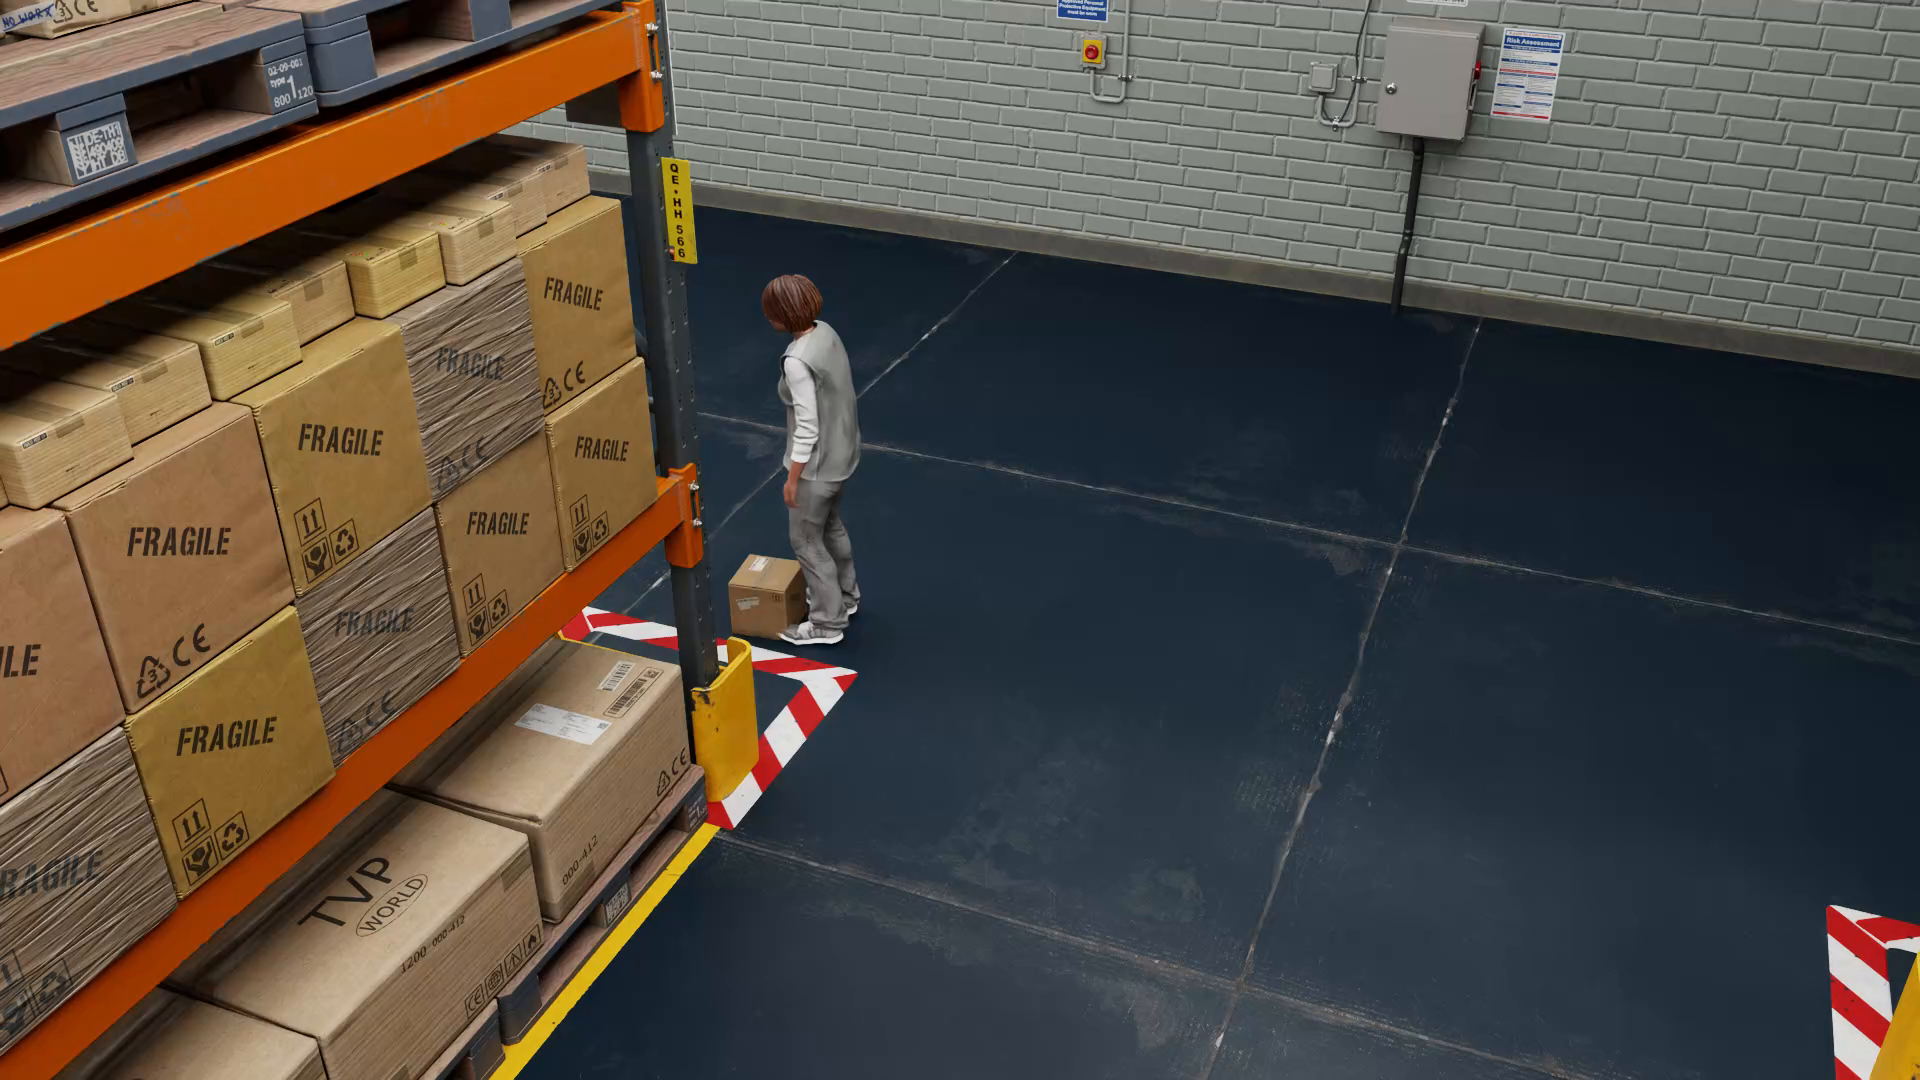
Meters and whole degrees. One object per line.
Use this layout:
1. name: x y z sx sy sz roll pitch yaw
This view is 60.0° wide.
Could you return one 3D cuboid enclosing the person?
1. person: -0.575 -0.312 6.679 0.341 1.594 0.484 7 31 11
